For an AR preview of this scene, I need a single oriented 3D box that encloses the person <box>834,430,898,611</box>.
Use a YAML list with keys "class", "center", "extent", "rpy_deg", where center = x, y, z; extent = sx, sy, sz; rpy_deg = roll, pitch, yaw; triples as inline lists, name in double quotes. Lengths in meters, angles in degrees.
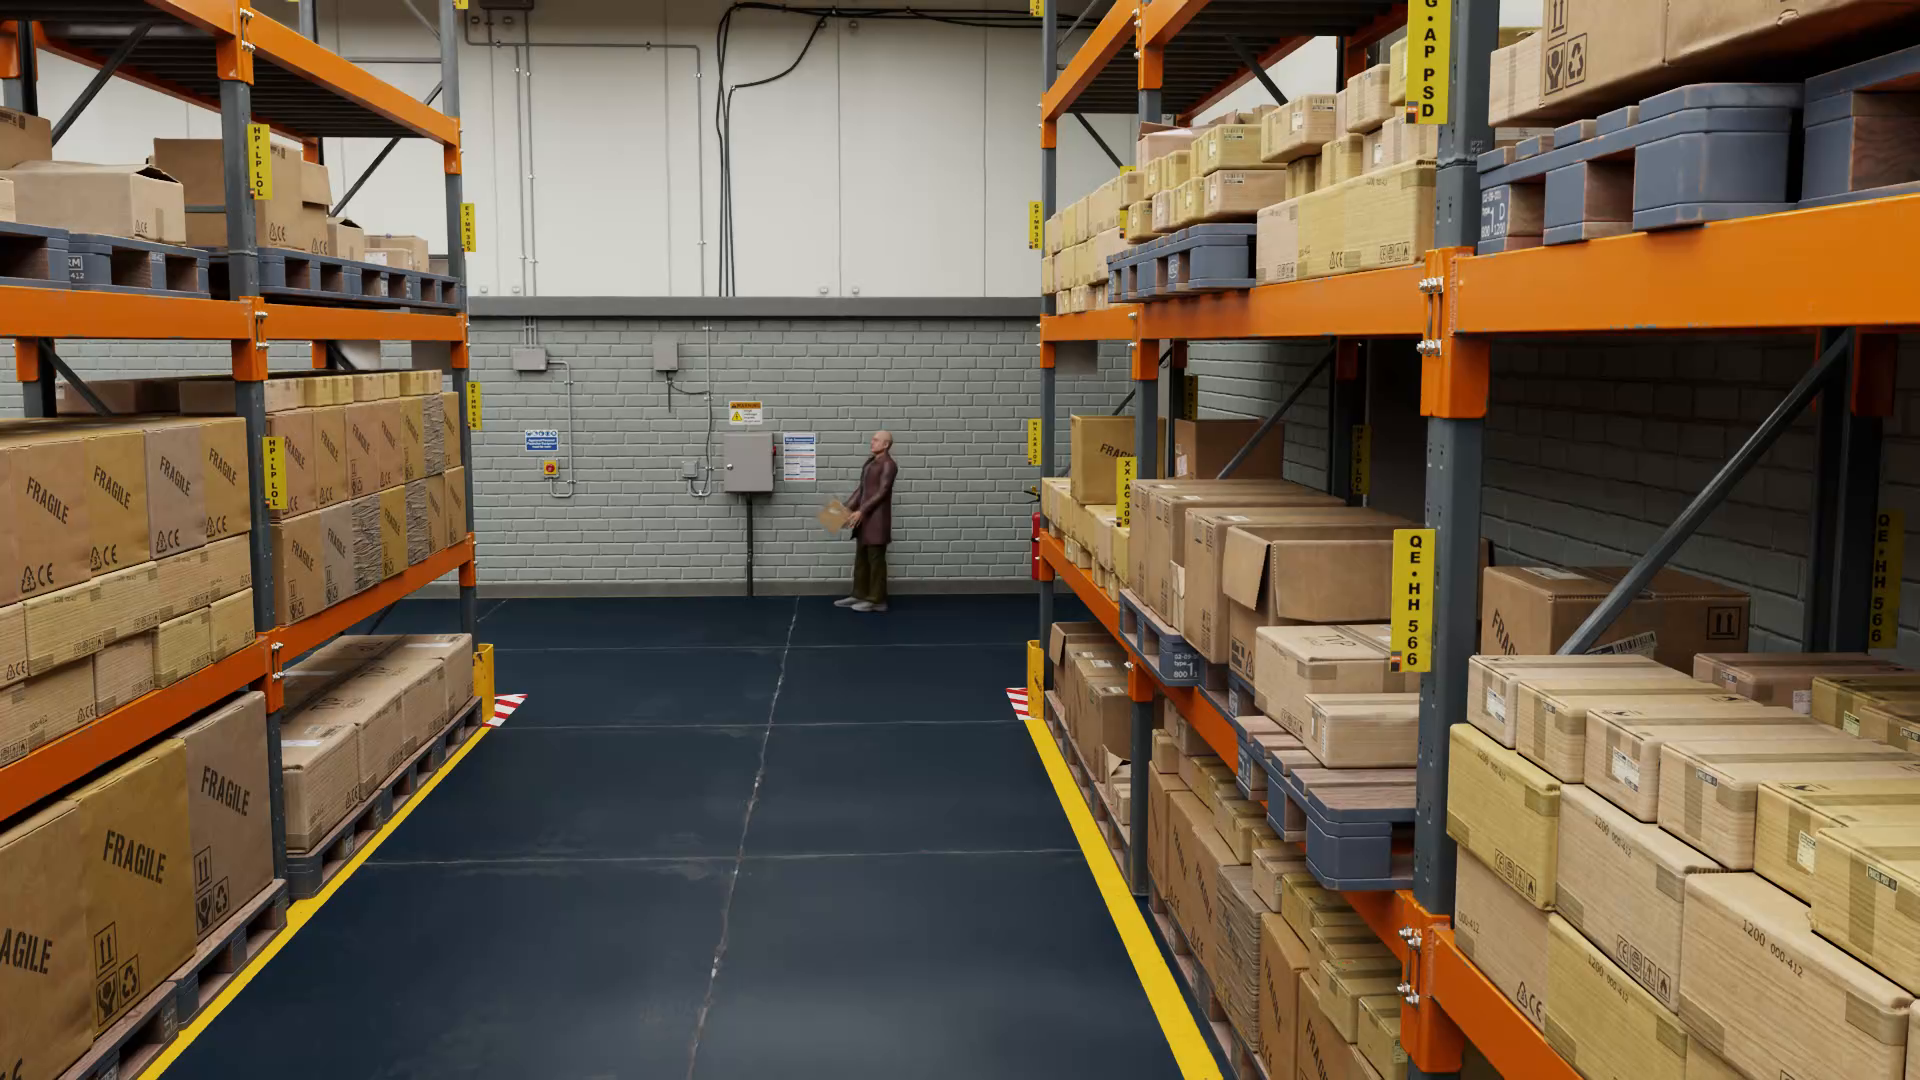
- class: "person"
  center: [-0.916, -0.192, 16.387]
  extent: [0.510, 1.780, 0.604]
  rpy_deg: [-3, 7, -25]
